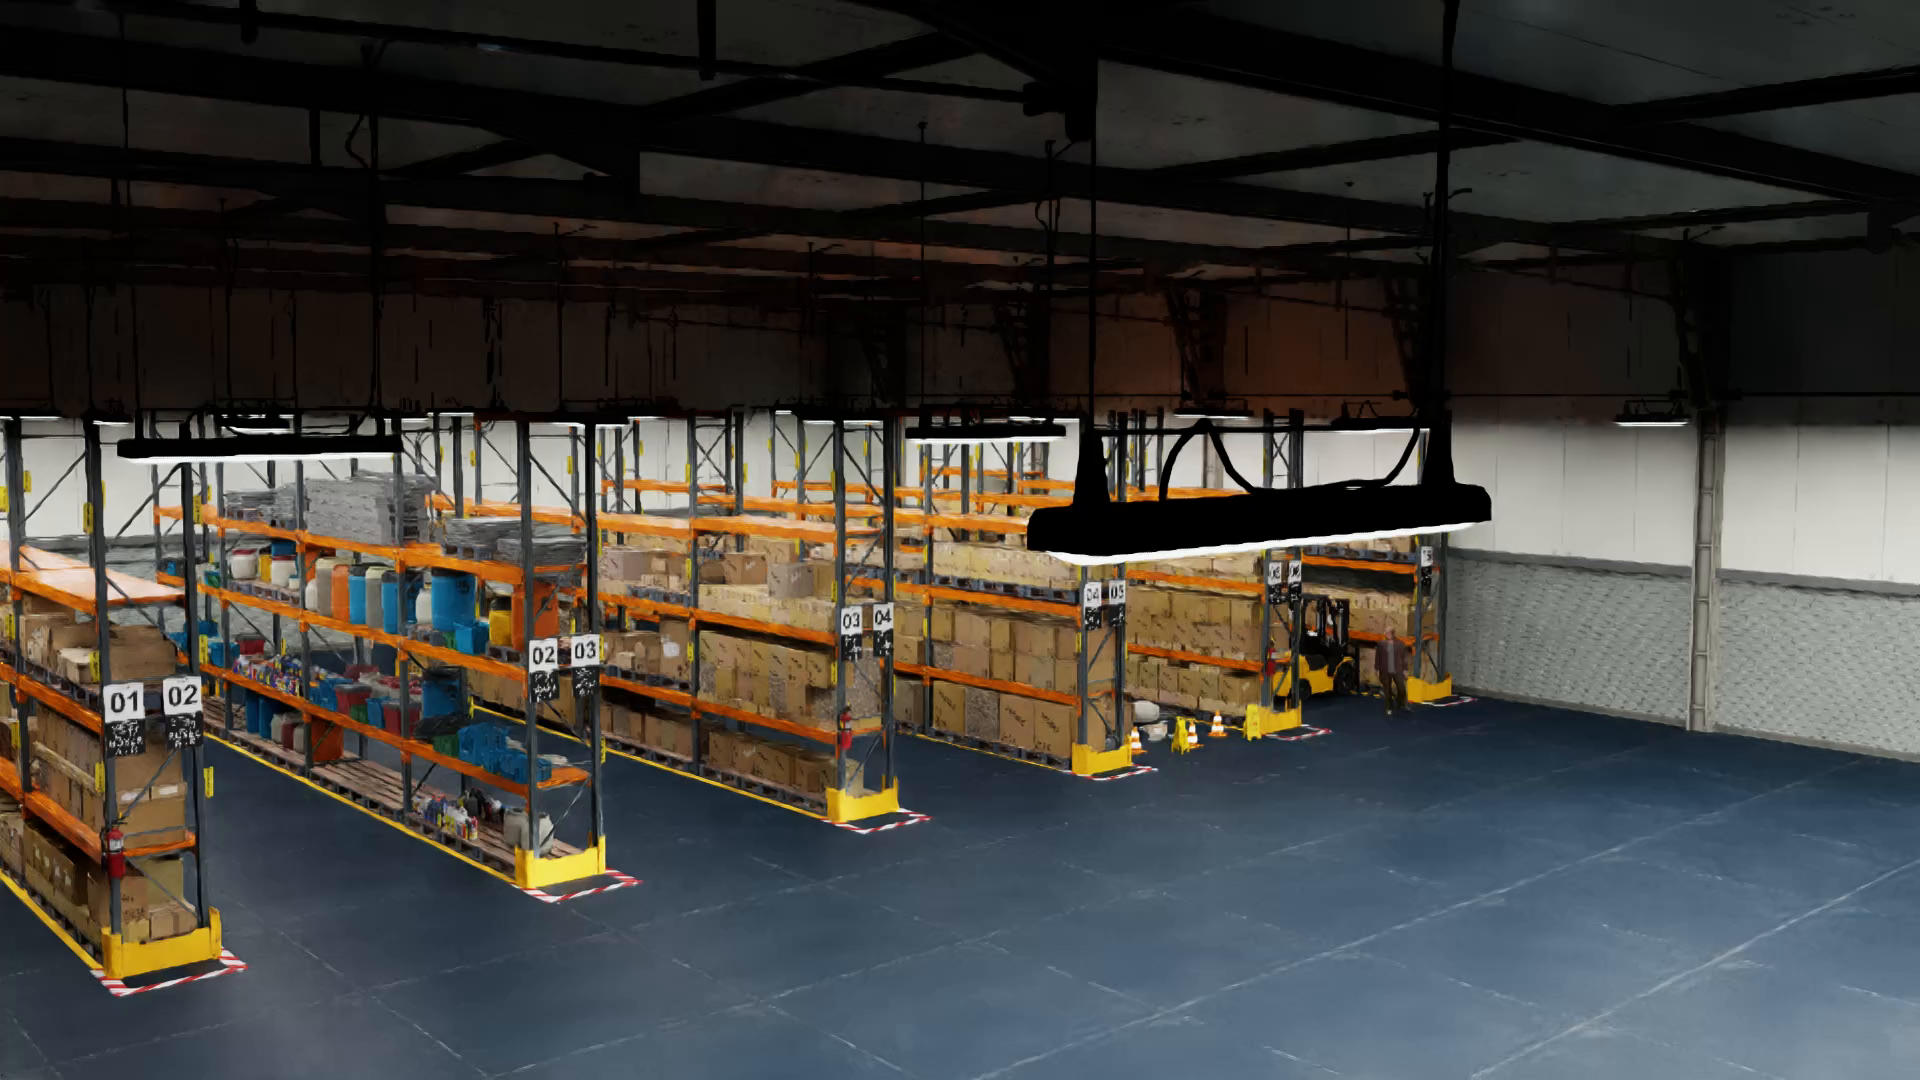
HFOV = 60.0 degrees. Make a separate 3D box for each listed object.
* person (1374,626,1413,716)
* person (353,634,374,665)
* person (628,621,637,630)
[{"bbox_3d":[8.529,2.580,32.688,0.759,1.744,0.529,1,5,15],"label":"person"},{"bbox_3d":[-13.211,2.282,36.806,0.479,1.605,0.900,-1,5,-16],"label":"person"},{"bbox_3d":[-6.826,2.483,34.157,0.682,1.715,0.542,-5,7,-43],"label":"person"}]
